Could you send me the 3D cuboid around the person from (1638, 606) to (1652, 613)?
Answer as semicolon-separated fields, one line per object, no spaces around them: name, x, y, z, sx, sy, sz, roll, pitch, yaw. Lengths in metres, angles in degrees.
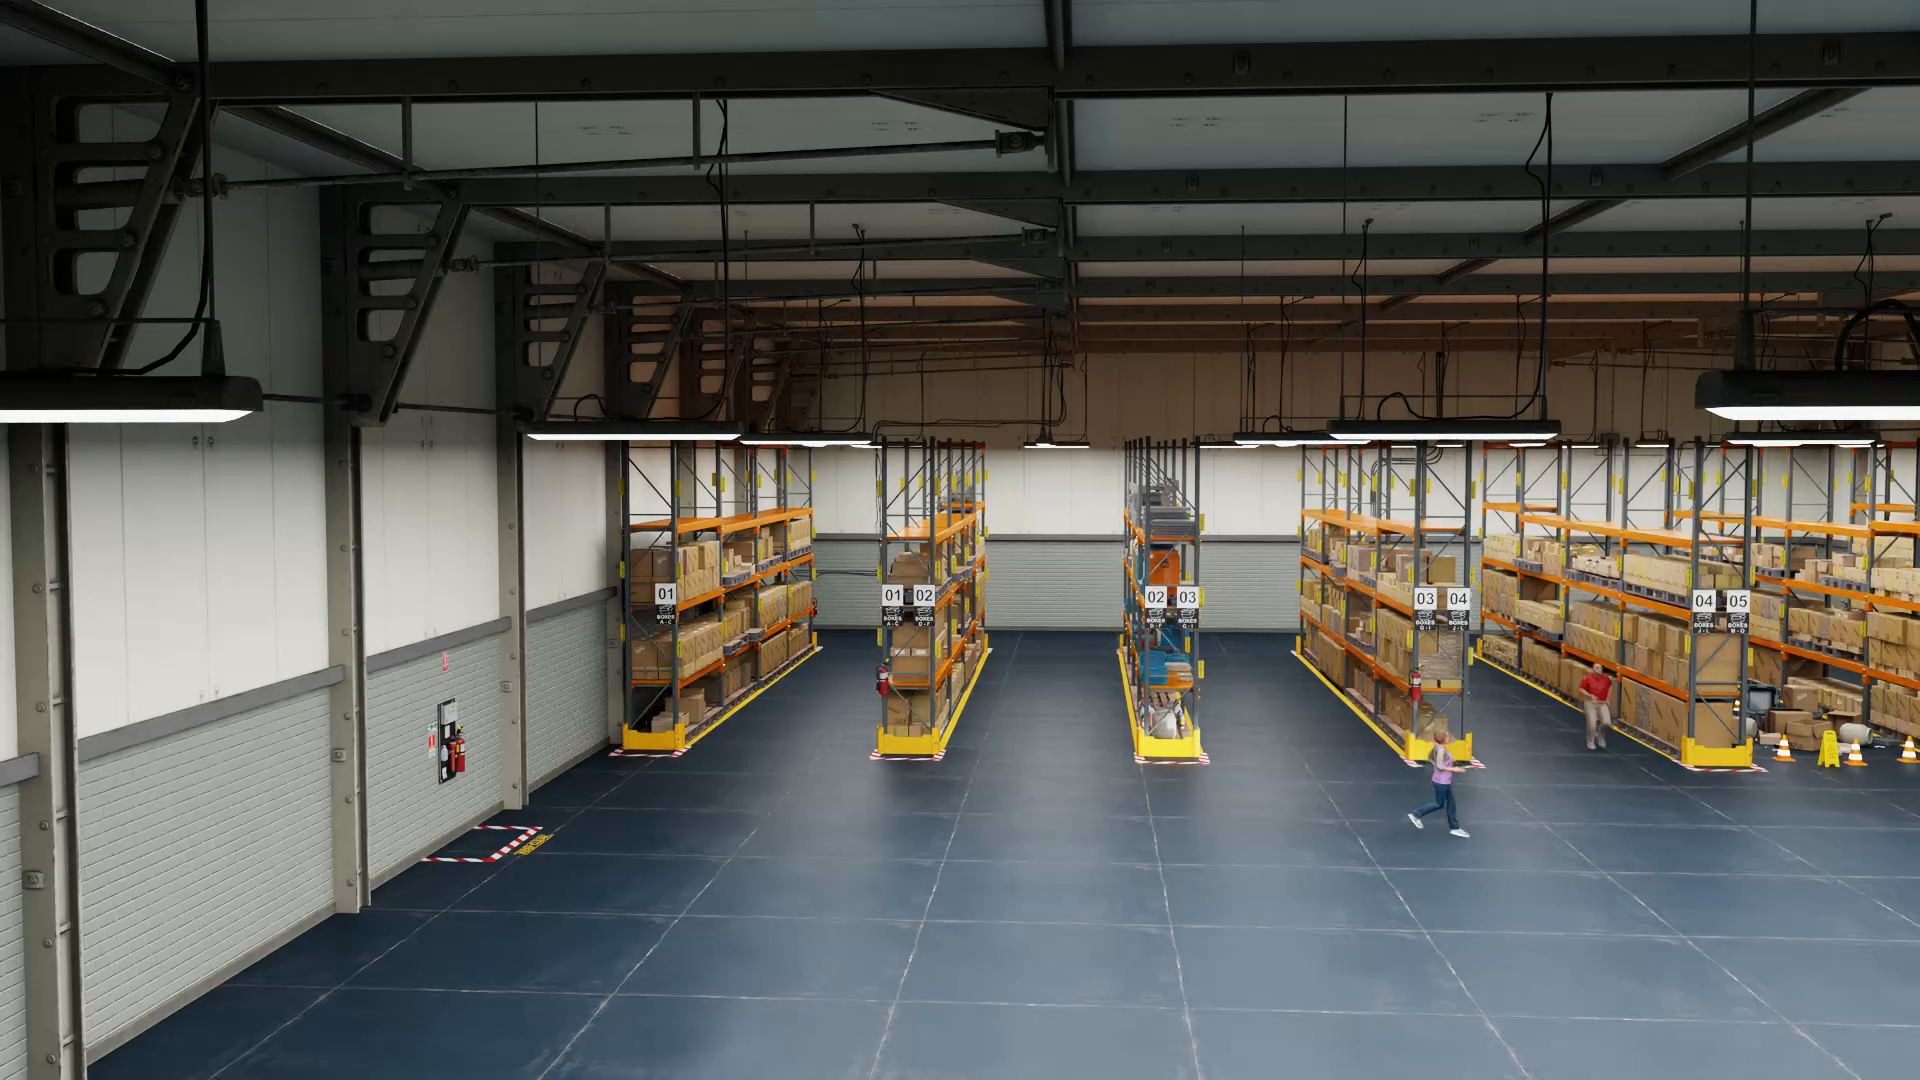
person;19.486;2.373;47.387;0.867;1.607;0.686;1;3;21

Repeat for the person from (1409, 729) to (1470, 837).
person;7.110;3.595;24.637;0.872;1.593;0.540;1;3;19

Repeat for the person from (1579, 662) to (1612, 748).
person;12.202;3.178;31.837;0.676;1.679;0.698;0;3;4

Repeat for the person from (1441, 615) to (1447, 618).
person;13.143;2.508;45.397;0.624;1.573;0.525;0;3;8
